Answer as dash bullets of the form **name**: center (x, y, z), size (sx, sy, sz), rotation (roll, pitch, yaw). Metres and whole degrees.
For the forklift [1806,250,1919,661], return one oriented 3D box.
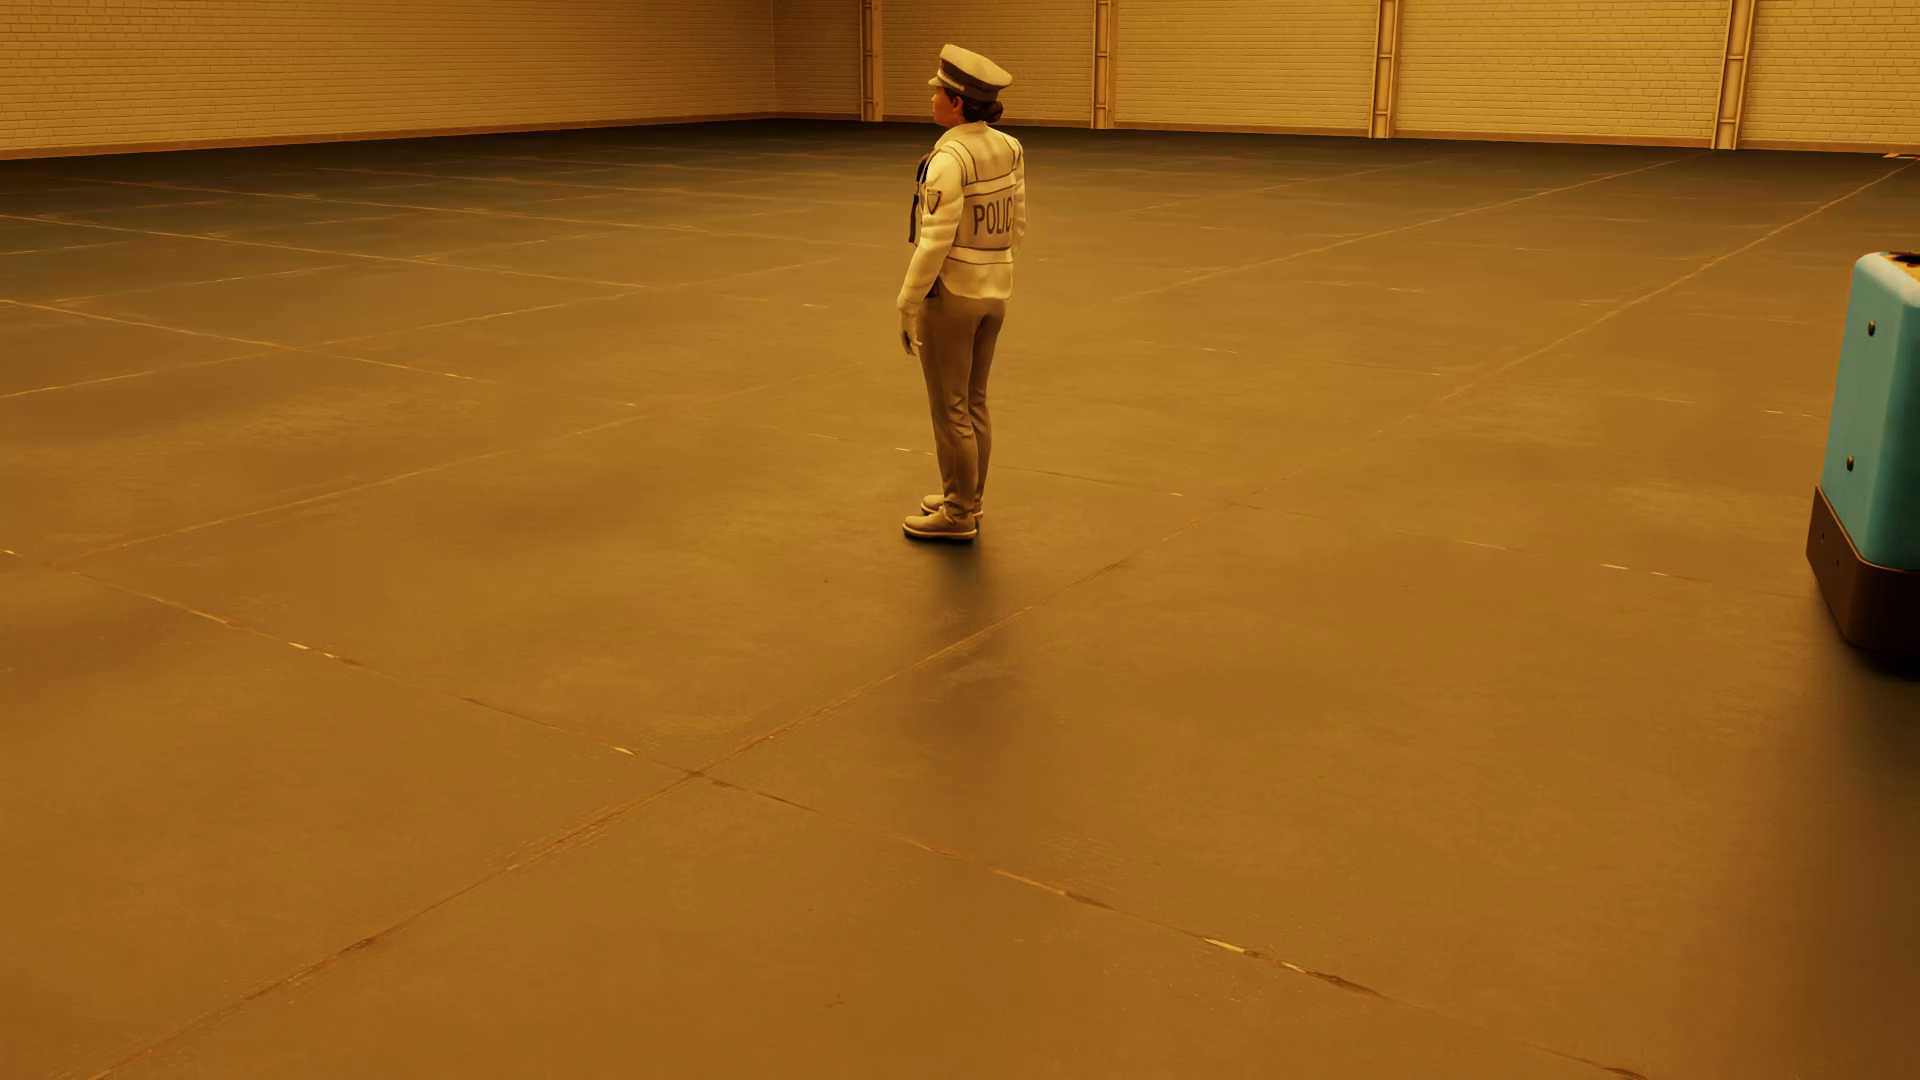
- **forklift**: center (4.104, -1.028, 4.270), size (3.031, 2.935, 1.130), rotation (6, 18, 18)

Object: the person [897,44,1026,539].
- **person**: center (-0.053, -0.831, 5.747), size (0.530, 1.694, 0.587), rotation (11, 20, 33)
